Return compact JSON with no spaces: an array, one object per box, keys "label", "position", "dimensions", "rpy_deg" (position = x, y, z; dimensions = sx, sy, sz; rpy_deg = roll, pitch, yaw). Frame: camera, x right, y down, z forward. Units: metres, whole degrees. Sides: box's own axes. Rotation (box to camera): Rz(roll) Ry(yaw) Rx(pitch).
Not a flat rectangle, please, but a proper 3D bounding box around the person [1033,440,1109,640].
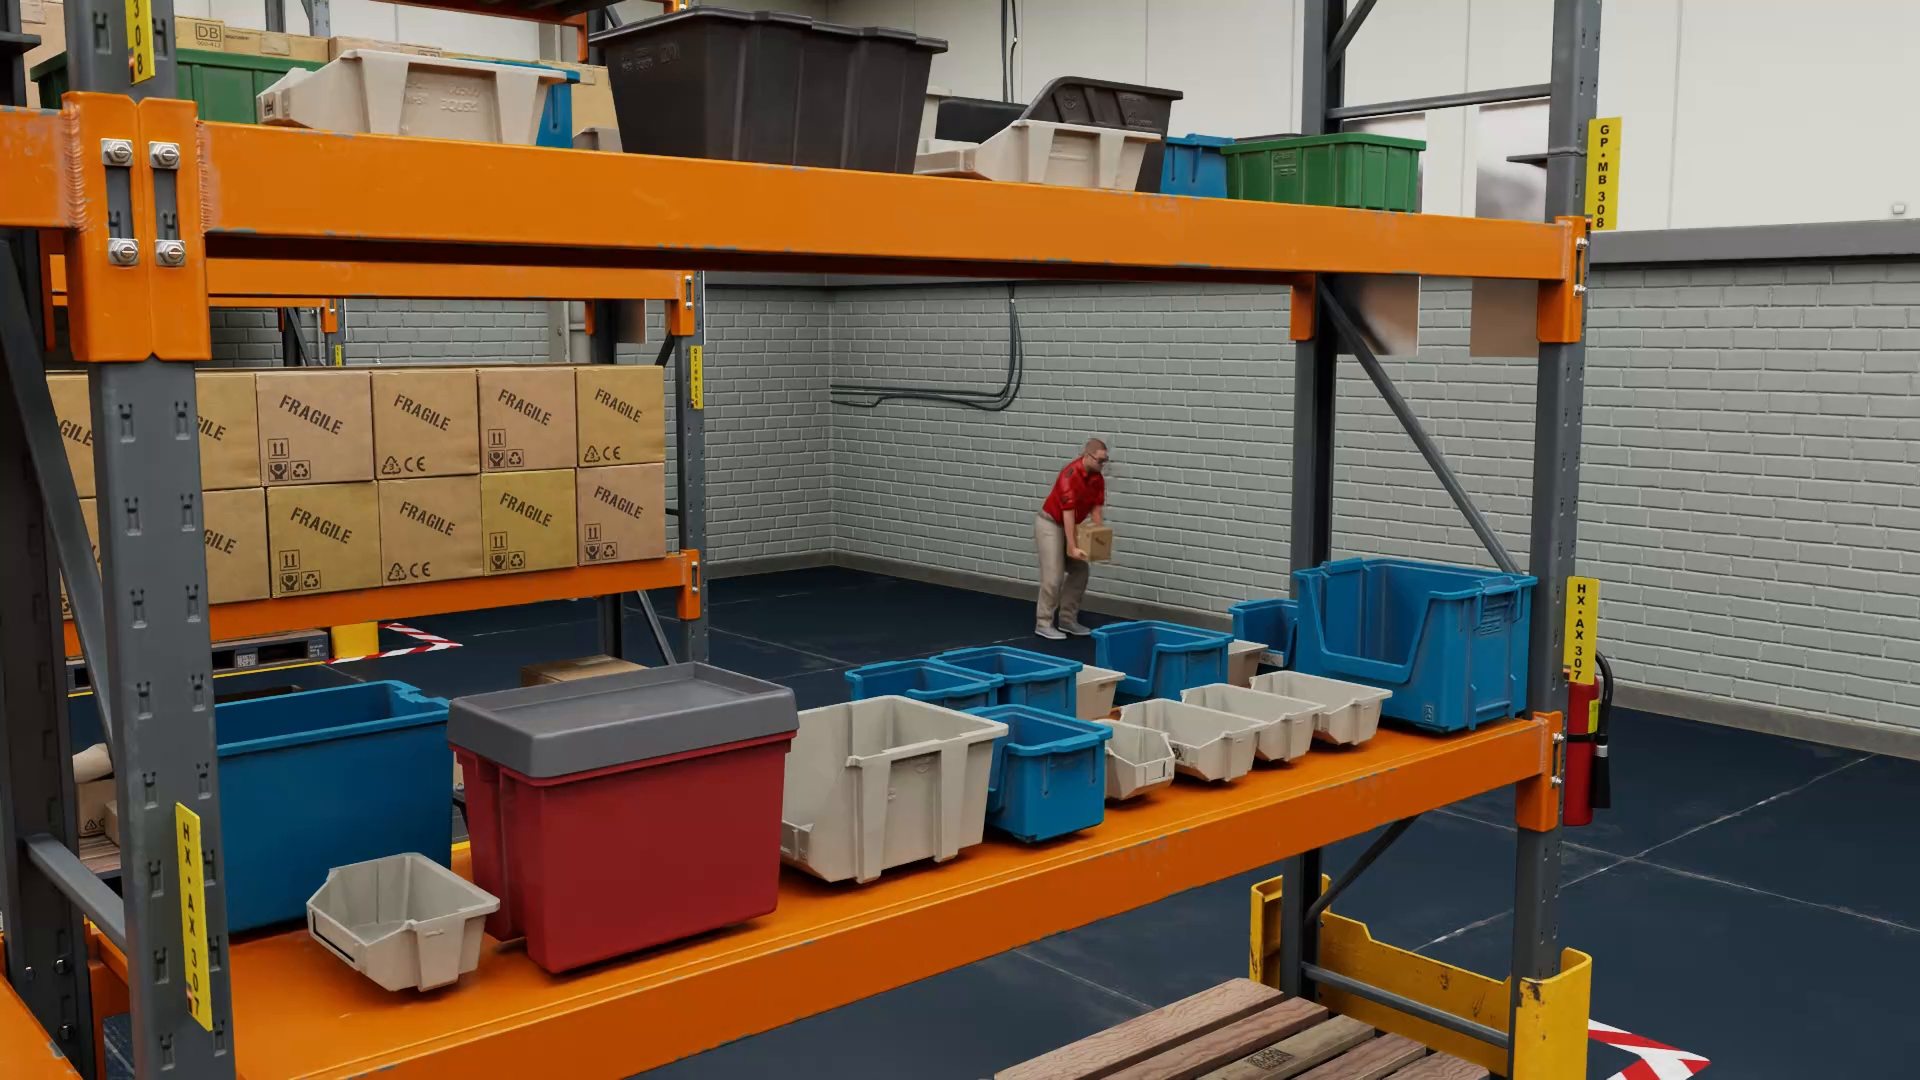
[{"label":"person","position":[0.920,-0.008,13.379],"dimensions":[0.477,1.617,0.634],"rpy_deg":[-7,10,-42]}]
